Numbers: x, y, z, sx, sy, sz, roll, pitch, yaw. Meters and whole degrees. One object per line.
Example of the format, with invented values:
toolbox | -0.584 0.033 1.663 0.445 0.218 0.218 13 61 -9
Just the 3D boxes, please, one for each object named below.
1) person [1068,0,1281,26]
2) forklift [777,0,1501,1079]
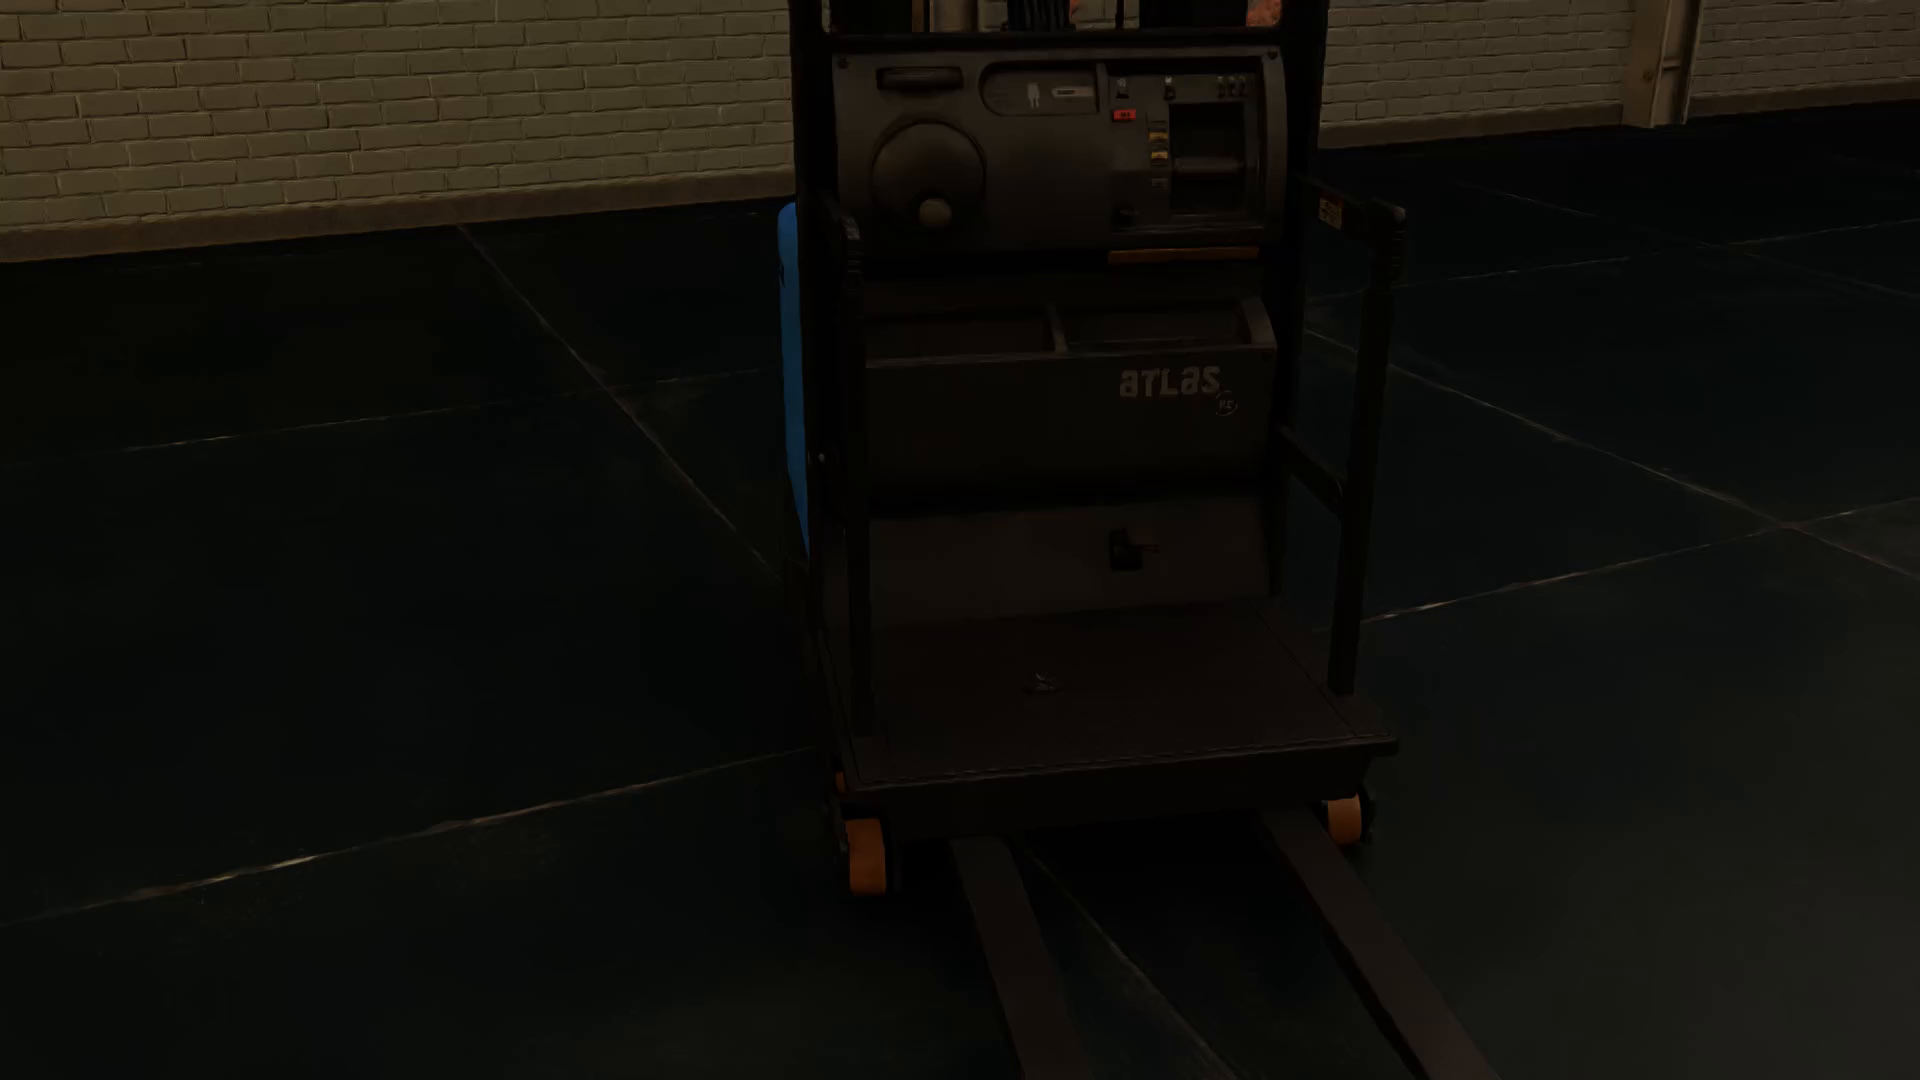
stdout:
person | 0.469 -0.808 4.983 0.760 1.642 0.980 -8 24 -18
forklift | 0.248 -0.779 3.162 1.130 2.935 3.031 -4 23 -9
